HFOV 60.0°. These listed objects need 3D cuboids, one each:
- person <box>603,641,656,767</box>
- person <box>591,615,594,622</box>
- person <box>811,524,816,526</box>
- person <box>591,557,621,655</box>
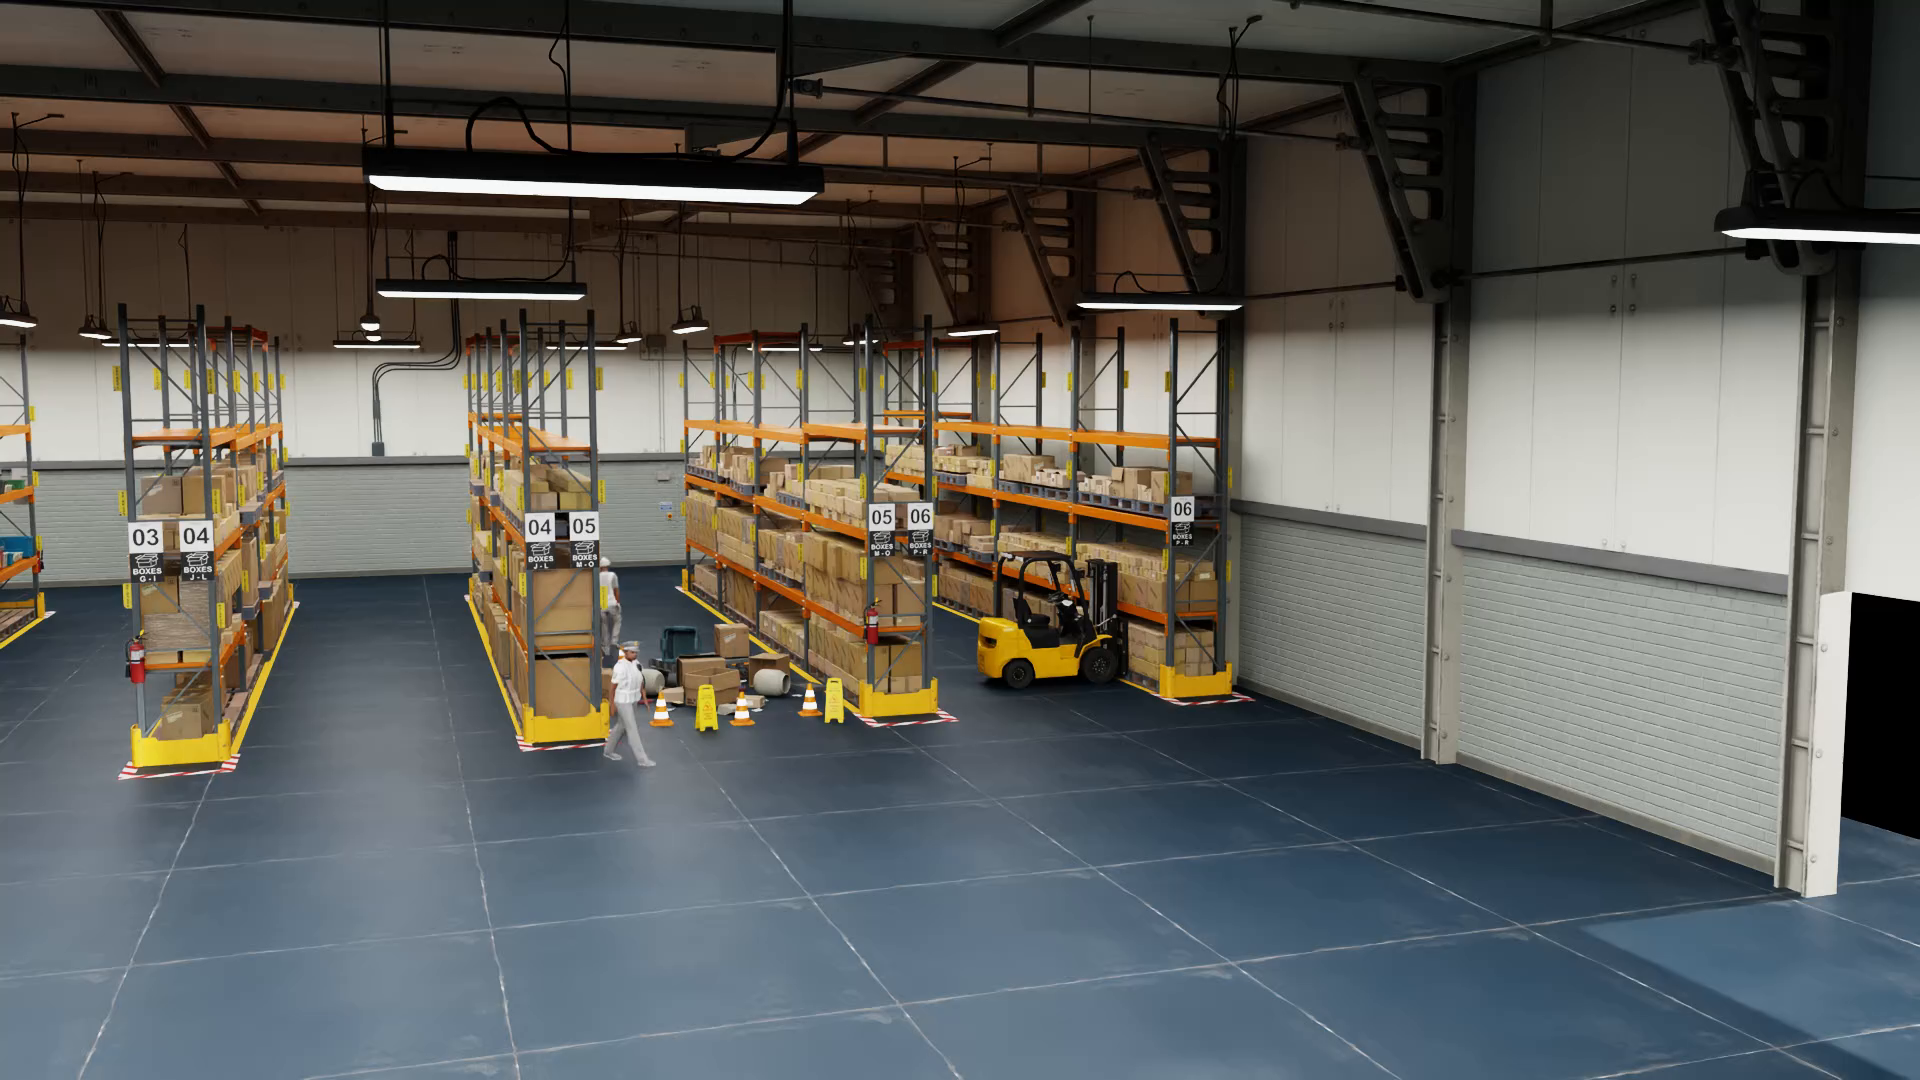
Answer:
[{"bbox_3d":[-4.301,2.115,21.709,0.985,1.616,0.491,2,6,23],"label":"person"},{"bbox_3d":[-7.546,0.923,33.739,0.600,1.753,0.535,-1,5,-9],"label":"person"},{"bbox_3d":[-3.378,0.517,37.939,0.611,1.761,0.478,-2,6,-20],"label":"person"},{"bbox_3d":[-6.510,1.211,30.608,0.594,1.773,0.506,-1,5,-8],"label":"person"}]
